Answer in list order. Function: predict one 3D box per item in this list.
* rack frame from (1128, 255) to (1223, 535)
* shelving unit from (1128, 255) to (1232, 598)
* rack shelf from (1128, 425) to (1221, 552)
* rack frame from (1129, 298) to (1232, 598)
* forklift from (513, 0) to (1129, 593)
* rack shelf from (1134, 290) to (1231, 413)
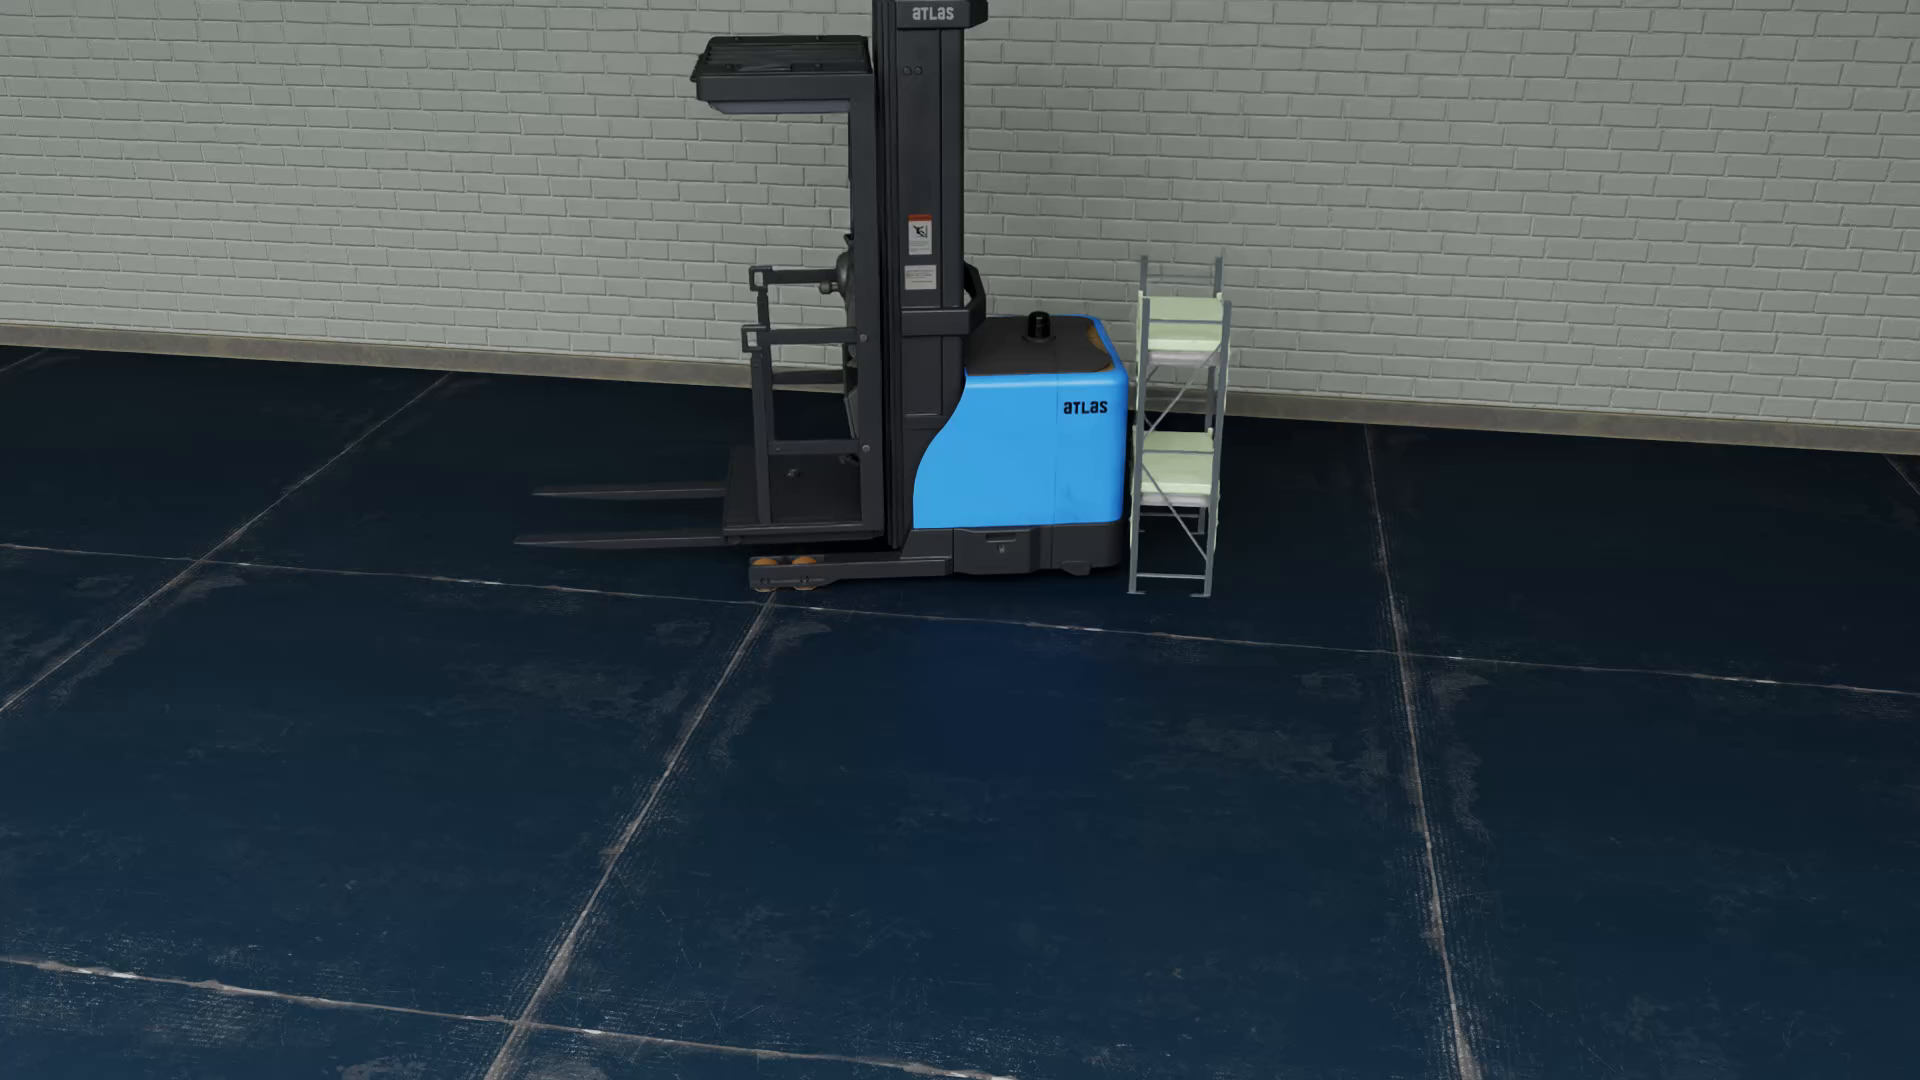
[{"bbox_3d":[1.094,-0.719,8.516,0.400,1.500,0.023,2,25,5],"label":"rack frame"},{"bbox_3d":[1.062,-0.564,8.186,0.431,1.500,0.755,2,25,5],"label":"shelving unit"},{"bbox_3d":[1.062,-0.269,8.324,0.431,0.370,0.720,2,25,5],"label":"rack shelf"},{"bbox_3d":[1.030,-0.410,7.856,0.400,1.500,0.023,2,25,5],"label":"rack frame"},{"bbox_3d":[-0.720,-1.301,8.072,3.031,2.935,1.130,-2,25,-4],"label":"forklift"},{"bbox_3d":[1.062,-0.918,8.021,0.431,0.370,0.720,2,25,5],"label":"rack shelf"}]
